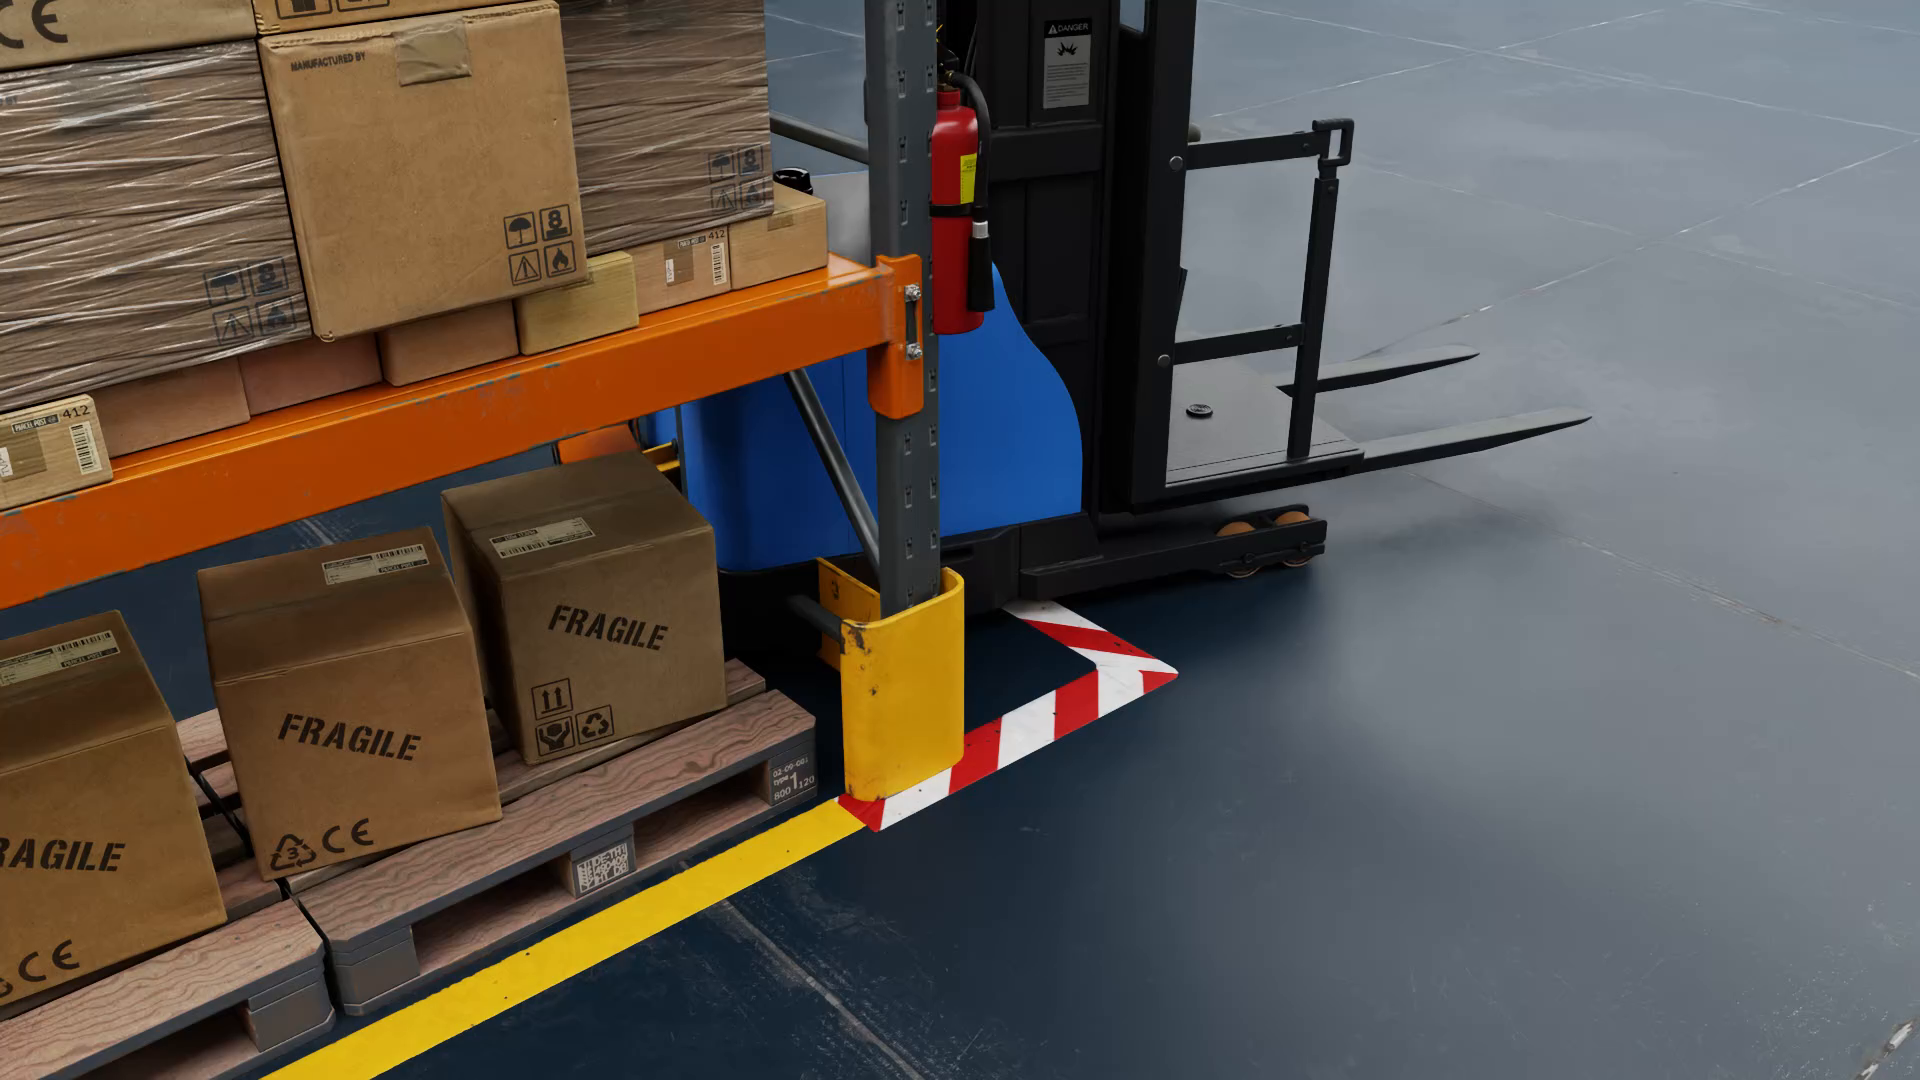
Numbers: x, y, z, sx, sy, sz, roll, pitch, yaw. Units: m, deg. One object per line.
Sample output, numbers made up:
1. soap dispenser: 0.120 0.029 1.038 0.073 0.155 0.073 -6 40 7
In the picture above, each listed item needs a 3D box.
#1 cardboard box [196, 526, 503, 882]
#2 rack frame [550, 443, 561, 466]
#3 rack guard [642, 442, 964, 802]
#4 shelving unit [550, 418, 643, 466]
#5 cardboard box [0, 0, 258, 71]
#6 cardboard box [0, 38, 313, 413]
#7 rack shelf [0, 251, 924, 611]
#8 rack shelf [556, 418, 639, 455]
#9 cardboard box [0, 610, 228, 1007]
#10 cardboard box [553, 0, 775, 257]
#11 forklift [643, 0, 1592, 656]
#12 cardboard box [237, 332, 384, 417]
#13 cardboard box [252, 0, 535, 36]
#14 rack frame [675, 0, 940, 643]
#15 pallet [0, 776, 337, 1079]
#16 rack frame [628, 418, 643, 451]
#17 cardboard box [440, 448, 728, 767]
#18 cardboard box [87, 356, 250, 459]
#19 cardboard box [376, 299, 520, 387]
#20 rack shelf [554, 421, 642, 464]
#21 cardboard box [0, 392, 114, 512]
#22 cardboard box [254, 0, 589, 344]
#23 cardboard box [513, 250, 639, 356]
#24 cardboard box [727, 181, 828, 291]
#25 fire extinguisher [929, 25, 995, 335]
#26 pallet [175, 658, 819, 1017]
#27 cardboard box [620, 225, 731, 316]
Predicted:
1. cardboard box: -1.334 0.340 3.637 0.500 0.500 0.500 -13 31 -22
2. rack frame: -1.229 -0.417 4.918 0.008 1.050 0.200 -14 31 -16
3. rack guard: -0.473 0.169 4.404 0.348 0.500 1.175 -22 35 -35
4. shelving unit: -1.115 -0.445 4.952 0.252 1.050 0.215 -14 31 -16
5. cardboard box: -1.432 -1.009 2.474 0.500 0.500 0.500 -22 35 -35
6. cardboard box: -1.563 -0.640 2.844 0.500 0.500 0.875 -22 35 -35
7. rack shelf: -1.937 -0.028 2.883 4.000 0.370 1.077 -22 35 -35
8. rack shelf: -1.114 -0.436 4.957 0.240 0.259 0.215 -14 31 -16
9. cardboard box: -1.823 0.525 3.291 0.500 0.500 0.500 -18 33 -30
10. cardboard box: -0.852 -0.974 3.468 0.500 0.500 0.875 -22 35 -35
11. forklift: 0.582 -1.399 4.758 3.031 2.935 1.130 -10 30 -19
12. cardboard box: -1.263 -0.381 3.047 0.250 0.149 0.380 -22 35 -35
13. cardboard box: -1.050 -1.161 2.758 0.500 0.500 0.500 -22 35 -35
14. rack frame: -0.416 -0.957 3.858 0.127 3.000 1.000 -22 35 -35
15. pallet: -2.042 0.903 3.336 1.213 0.211 1.003 -22 35 -35
16. rack frame: -1.001 -0.472 4.985 0.008 1.050 0.200 -14 31 -16
17. cardboard box: -0.901 0.145 4.002 0.500 0.500 0.500 -15 32 -26
18. cardboard box: -1.439 -0.297 2.889 0.250 0.149 0.380 -22 35 -35
19. cardboard box: -1.046 -0.443 3.163 0.250 0.149 0.380 -22 35 -35
20. rack shelf: -1.096 -0.194 5.094 0.240 0.259 0.215 -14 31 -16
21. cardboard box: -1.571 -0.188 2.687 0.250 0.149 0.380 -22 35 -35
22. cardboard box: -1.154 -0.778 3.102 0.500 0.500 0.875 -22 35 -35
23. cardboard box: -0.846 -0.514 3.296 0.250 0.149 0.380 -22 35 -35
24. cardboard box: -0.498 -0.685 3.616 0.250 0.149 0.380 -22 35 -35
25. fire extinguisher: -0.029 -0.793 3.633 0.183 0.674 0.296 -22 35 -35
26. pallet: -1.114 0.532 4.031 1.213 0.211 1.003 -22 35 -35
27. cardboard box: -0.689 -0.609 3.473 0.250 0.149 0.380 -22 35 -35
